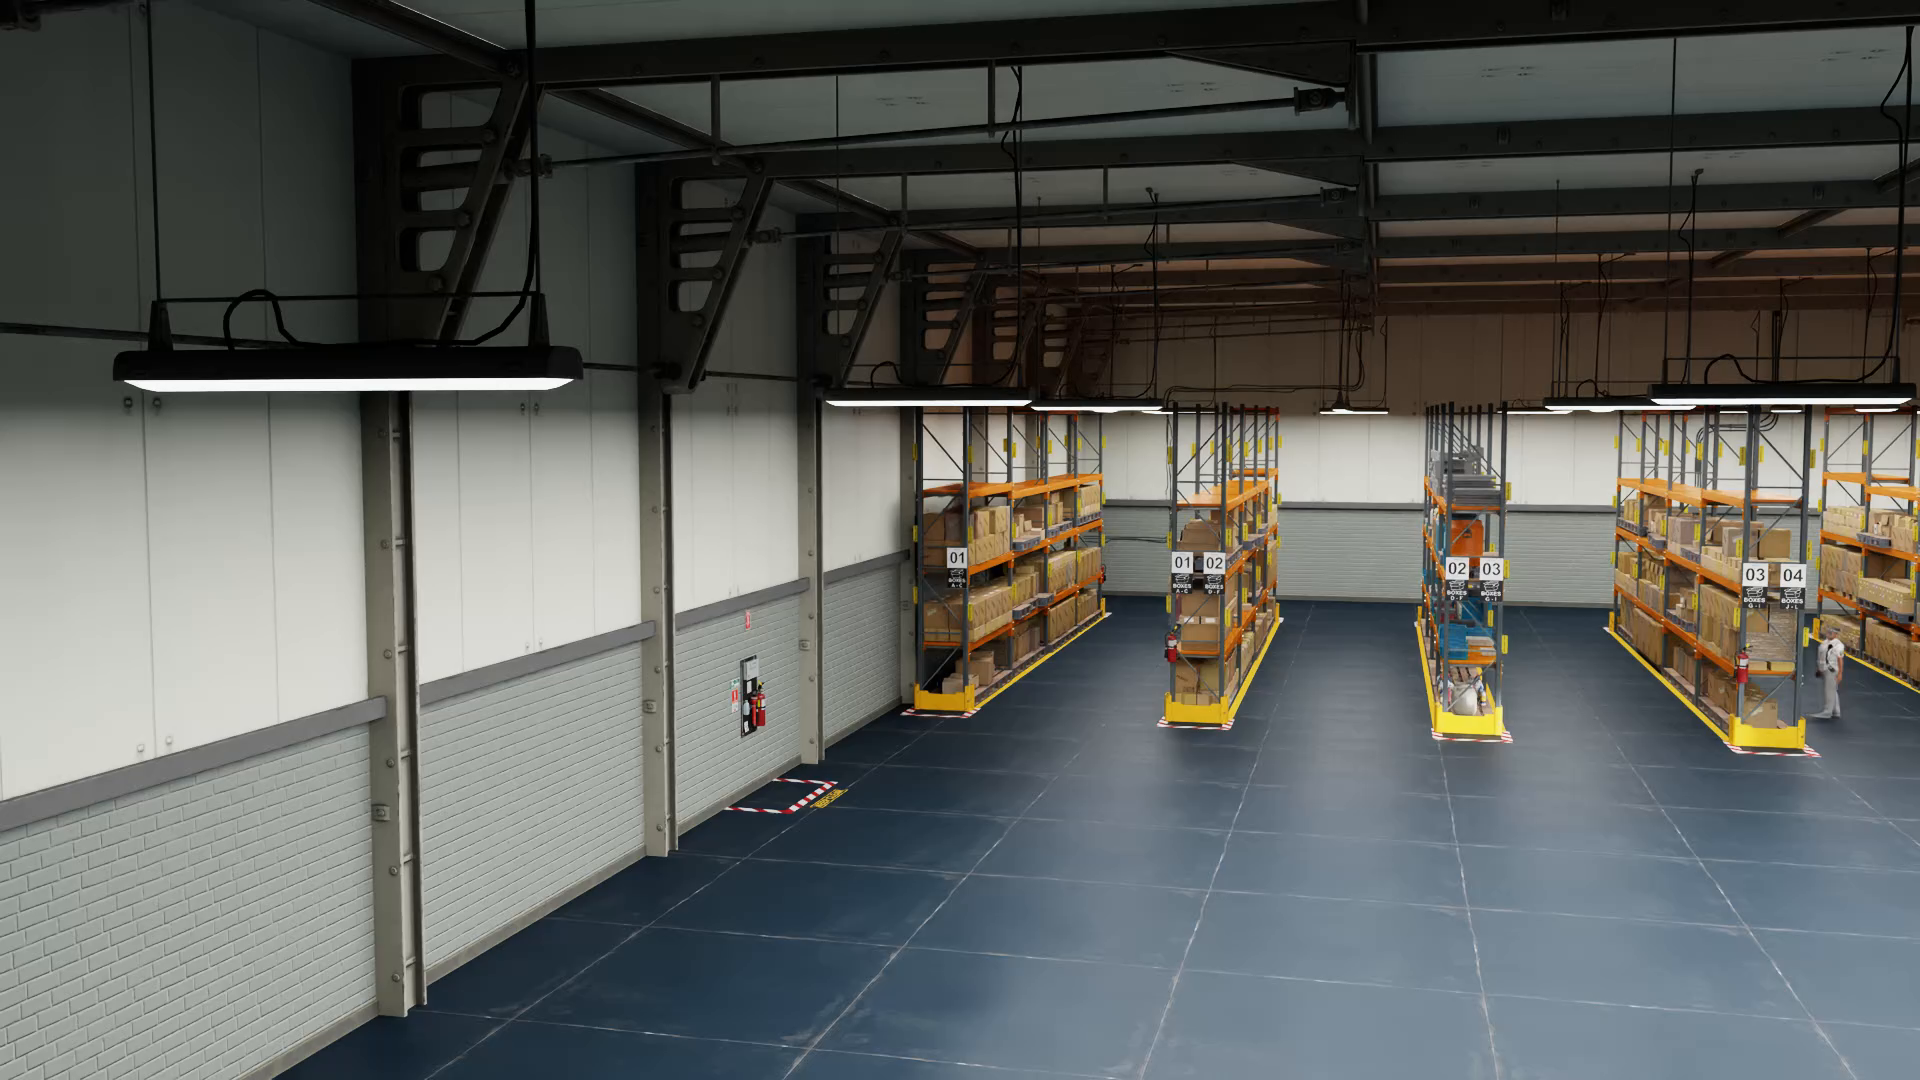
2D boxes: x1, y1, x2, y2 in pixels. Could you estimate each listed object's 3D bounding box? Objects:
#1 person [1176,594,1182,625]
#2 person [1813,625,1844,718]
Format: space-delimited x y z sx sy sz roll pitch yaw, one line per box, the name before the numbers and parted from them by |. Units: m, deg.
person | 6.069 1.496 45.974 0.439 1.674 0.514 4 6 43
person | 16.548 2.495 31.722 0.521 1.765 0.536 1 4 13
